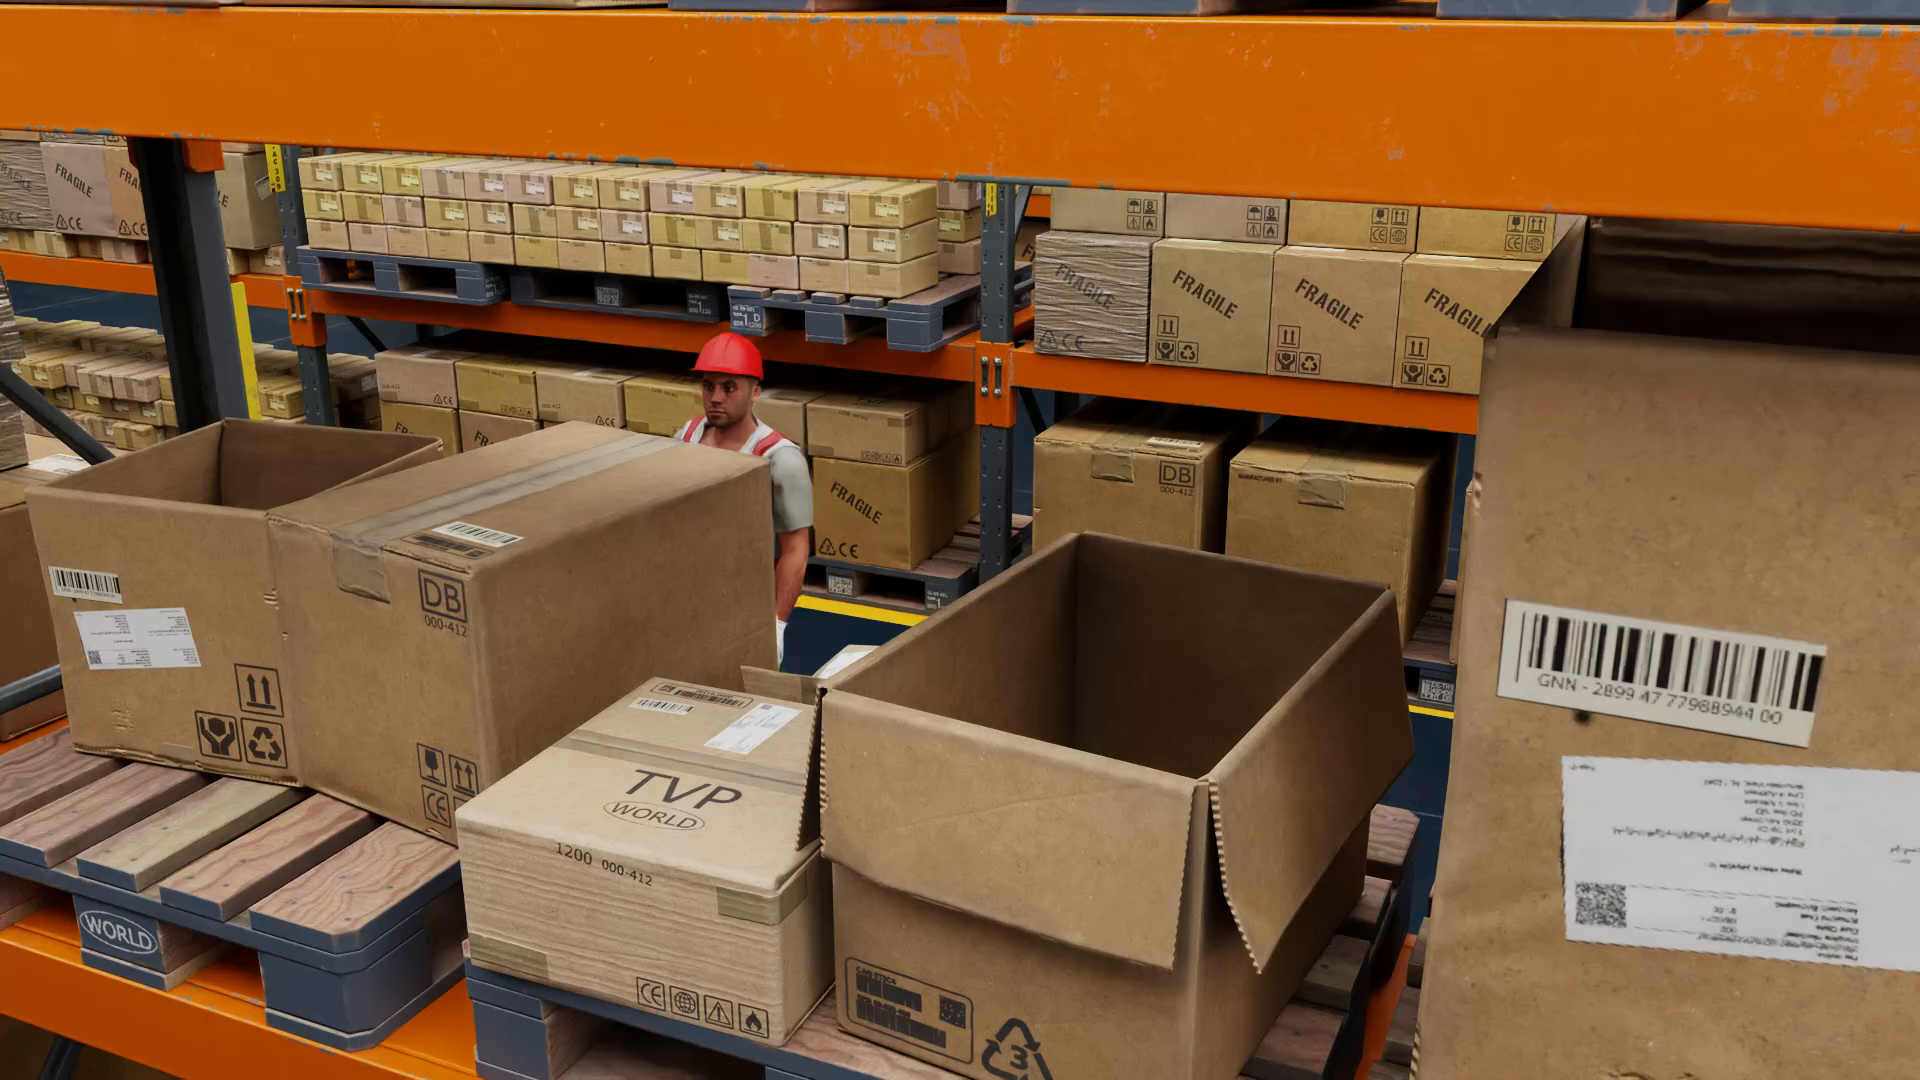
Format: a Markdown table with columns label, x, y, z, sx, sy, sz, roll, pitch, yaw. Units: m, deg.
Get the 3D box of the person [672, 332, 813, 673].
| label | x | y | z | sx | sy | sz | roll | pitch | yaw |
| --- | --- | --- | --- | --- | --- | --- | --- | --- | --- |
| person | -0.753 | 0.274 | 5.200 | 0.591 | 1.843 | 0.442 | 10 | 21 | 28 |
